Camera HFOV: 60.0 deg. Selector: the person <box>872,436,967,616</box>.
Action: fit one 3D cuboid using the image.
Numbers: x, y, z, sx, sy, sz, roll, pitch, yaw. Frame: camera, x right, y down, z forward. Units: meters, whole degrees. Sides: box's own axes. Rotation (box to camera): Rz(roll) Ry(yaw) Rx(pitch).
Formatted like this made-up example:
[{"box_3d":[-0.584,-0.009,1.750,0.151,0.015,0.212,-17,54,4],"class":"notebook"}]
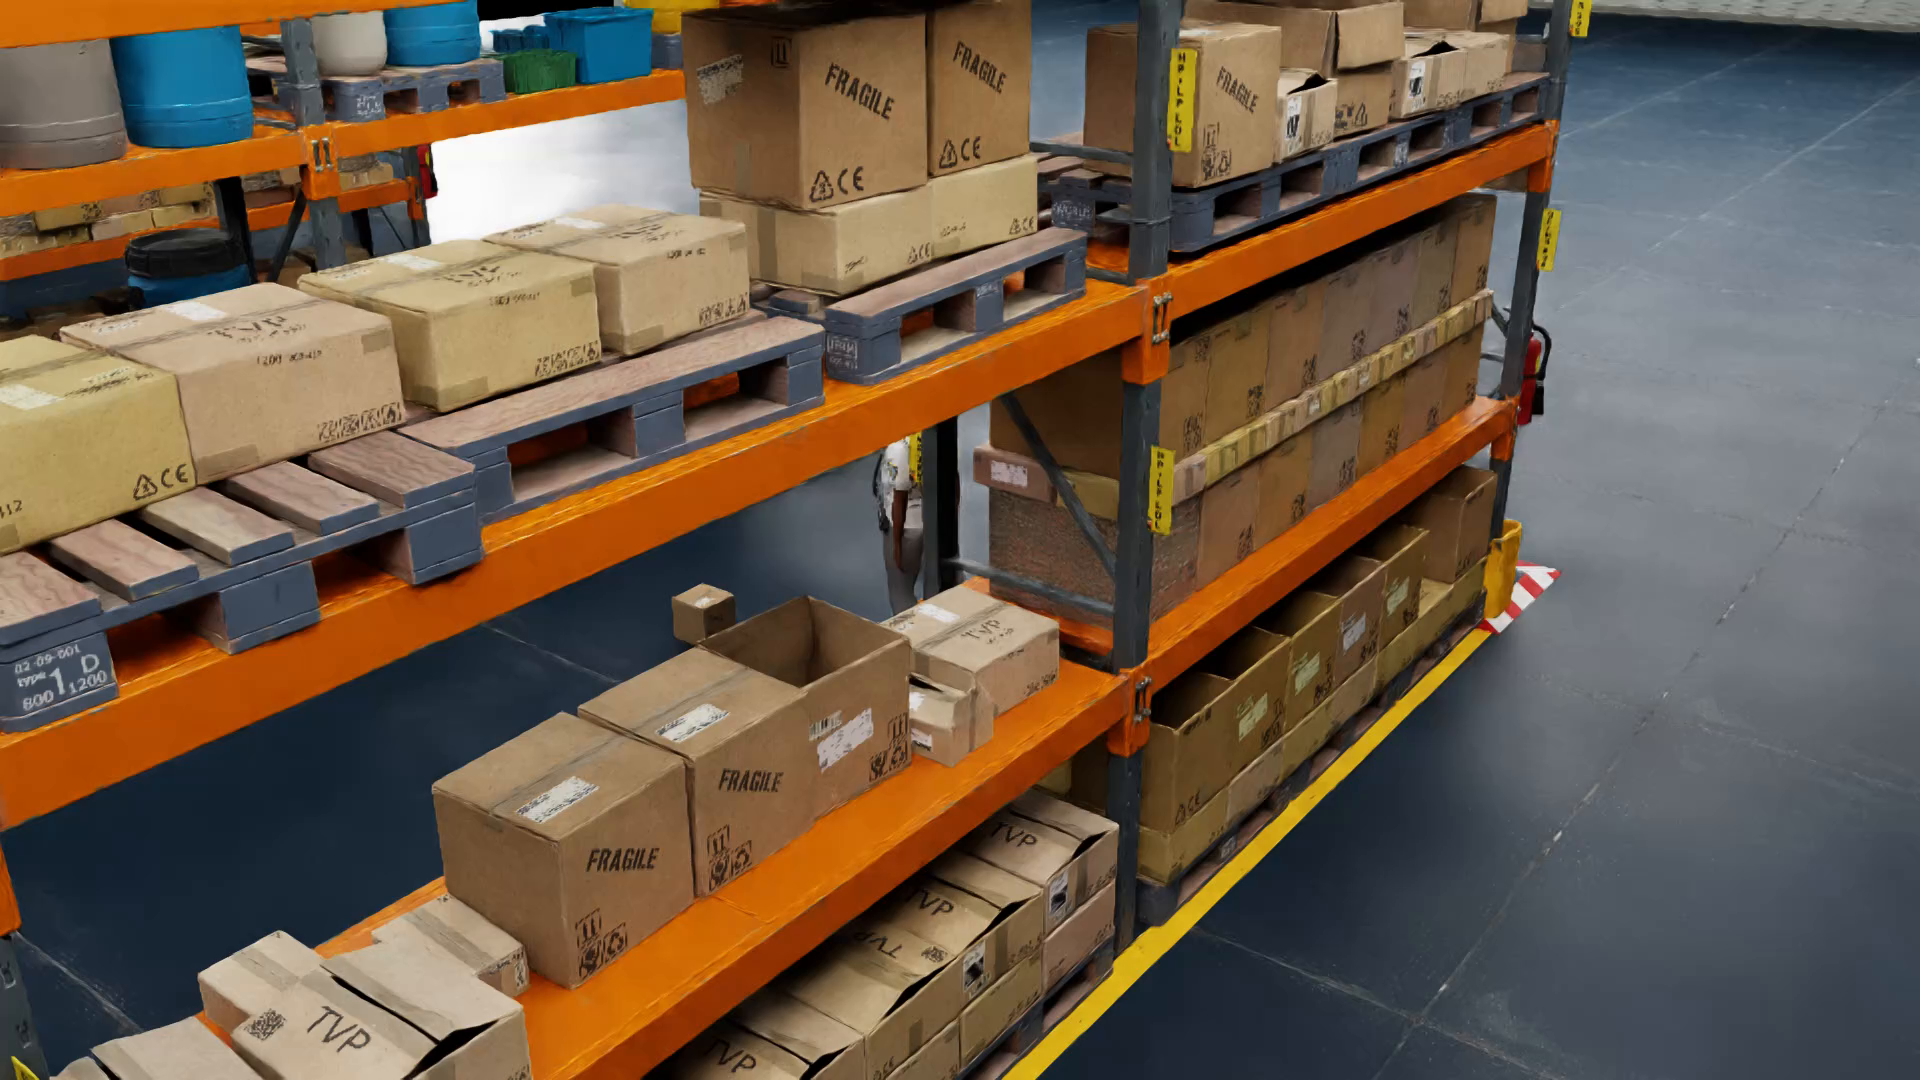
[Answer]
[{"box_3d":[-0.096,-0.063,8.739,0.665,1.667,0.487,-15,28,-30],"class":"person"}]
